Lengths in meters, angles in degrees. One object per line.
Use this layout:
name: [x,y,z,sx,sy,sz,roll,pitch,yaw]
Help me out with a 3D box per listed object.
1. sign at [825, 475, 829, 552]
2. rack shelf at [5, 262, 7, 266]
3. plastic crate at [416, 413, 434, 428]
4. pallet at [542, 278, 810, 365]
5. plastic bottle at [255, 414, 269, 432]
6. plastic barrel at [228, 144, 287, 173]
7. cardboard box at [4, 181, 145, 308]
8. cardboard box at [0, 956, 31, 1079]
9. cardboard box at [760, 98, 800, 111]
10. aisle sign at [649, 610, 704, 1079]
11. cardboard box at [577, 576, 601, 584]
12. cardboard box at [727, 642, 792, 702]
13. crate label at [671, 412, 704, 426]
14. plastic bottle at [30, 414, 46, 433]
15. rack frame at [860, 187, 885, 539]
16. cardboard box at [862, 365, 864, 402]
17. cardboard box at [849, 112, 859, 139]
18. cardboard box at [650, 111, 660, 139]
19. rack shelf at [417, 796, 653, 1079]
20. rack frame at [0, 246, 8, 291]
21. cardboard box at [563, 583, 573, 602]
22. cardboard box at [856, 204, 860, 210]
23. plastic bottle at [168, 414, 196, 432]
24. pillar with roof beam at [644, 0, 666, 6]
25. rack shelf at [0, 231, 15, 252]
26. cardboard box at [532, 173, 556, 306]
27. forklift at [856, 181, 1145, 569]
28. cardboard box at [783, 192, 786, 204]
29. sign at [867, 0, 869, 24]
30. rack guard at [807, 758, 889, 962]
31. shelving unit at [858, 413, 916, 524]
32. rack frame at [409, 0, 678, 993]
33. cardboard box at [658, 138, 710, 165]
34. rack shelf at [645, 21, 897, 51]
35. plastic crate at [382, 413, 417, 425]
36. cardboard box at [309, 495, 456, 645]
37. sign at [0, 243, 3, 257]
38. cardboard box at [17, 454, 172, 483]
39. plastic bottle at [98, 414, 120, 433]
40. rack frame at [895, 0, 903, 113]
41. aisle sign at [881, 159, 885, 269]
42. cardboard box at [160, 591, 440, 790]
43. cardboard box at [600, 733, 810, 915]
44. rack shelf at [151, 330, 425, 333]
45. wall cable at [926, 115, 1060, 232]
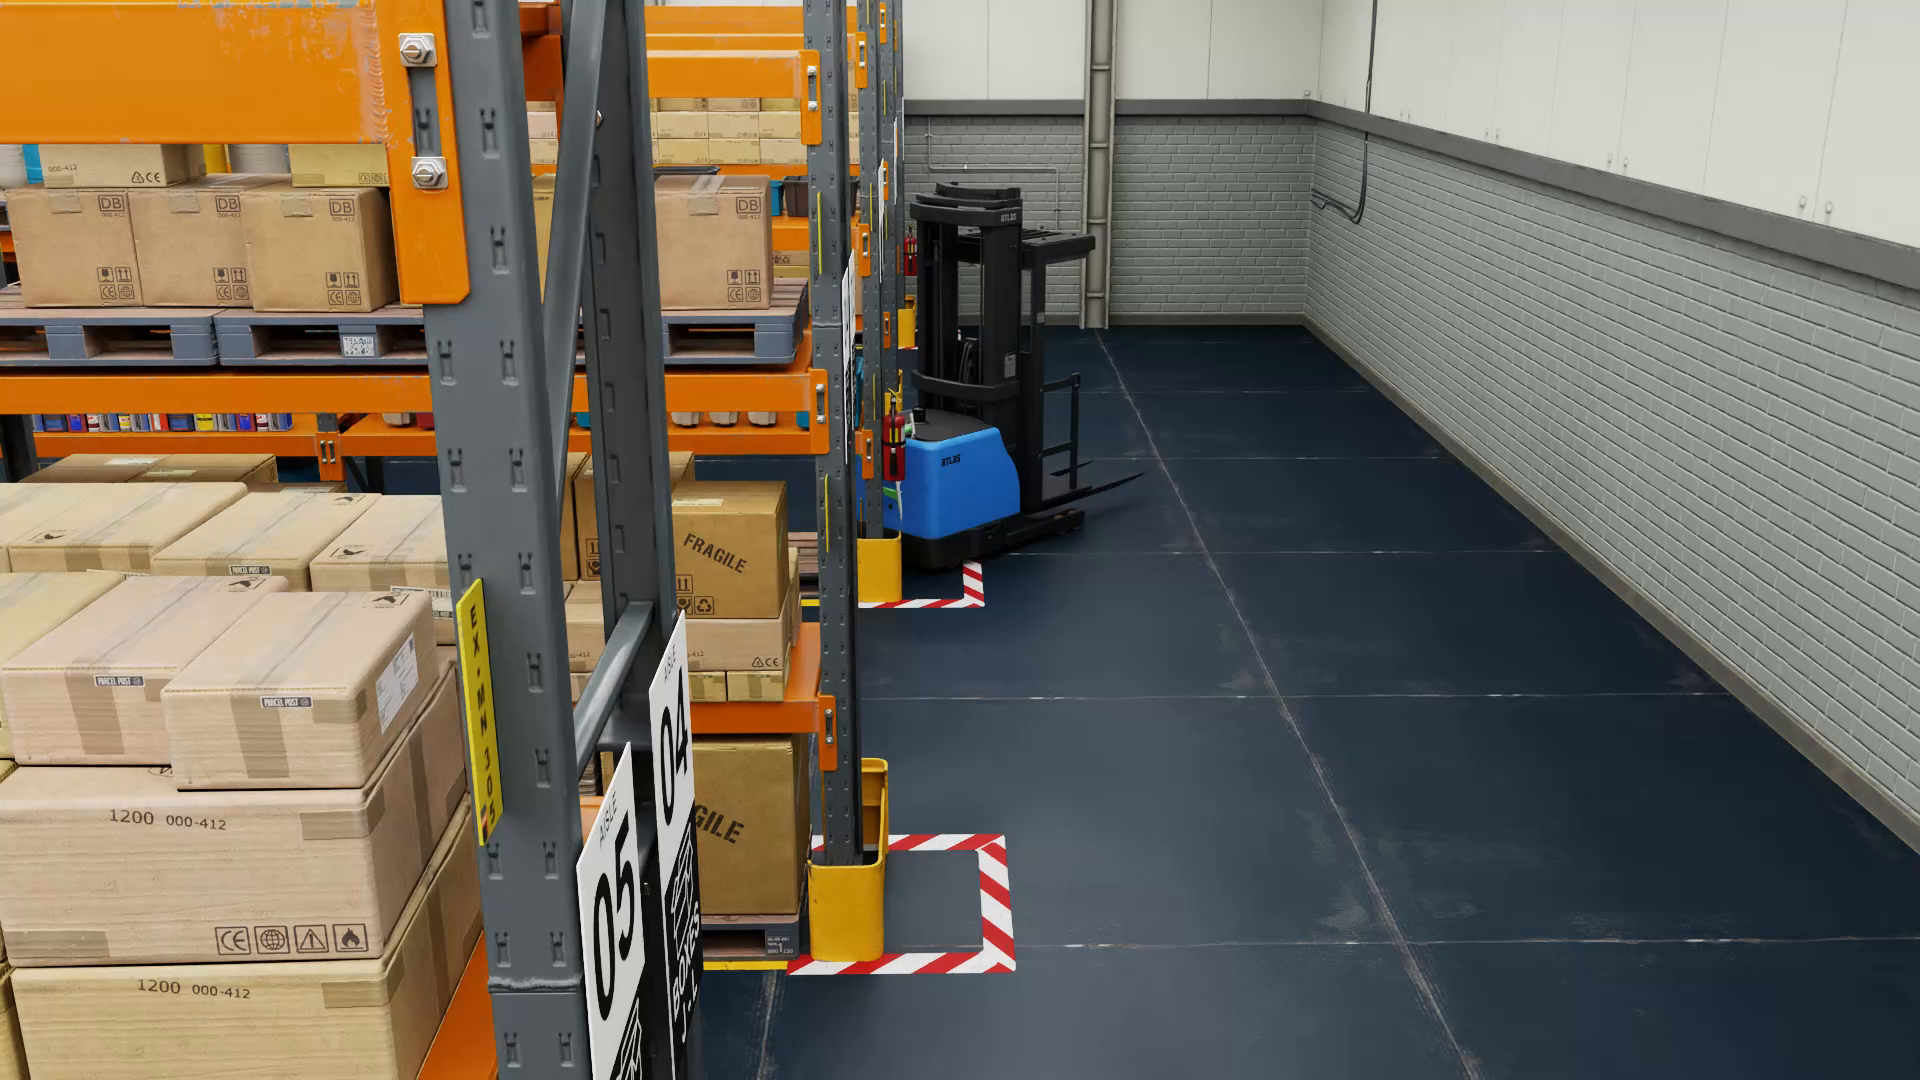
sign: [-0.576,-0.115,7.213,0.005,0.325,0.100,0,18,-1]
rack shelf: [-14.803,-3.746,21.991,4.000,0.370,1.077,0,18,-1]
plastic crate: [-3.752,-1.097,12.354,0.583,0.464,0.402,0,18,-1]
pallet: [-1.312,-0.996,7.477,1.213,0.211,1.003,0,18,-1]
plastic bottle: [-5.153,-0.906,12.288,0.097,0.201,0.097,0,18,0]
plastic barrel: [-5.179,-2.878,12.286,0.433,0.535,0.433,0,18,0]
cardboard box: [-3.789,-1.343,7.399,0.500,0.500,0.700,-1,18,-4]
cardboard box: [-1.554,0.629,2.511,0.500,0.250,0.500,0,18,-1]
cardboard box: [-1.738,-4.611,16.799,0.500,0.500,0.700,0,18,-1]
aisle sign: [-0.525,0.568,3.109,0.004,0.787,0.394,0,18,-1]
cardboard box: [-1.574,0.237,8.156,0.500,0.250,0.500,0,18,-2]
cardboard box: [-0.921,0.605,7.663,0.250,0.149,0.380,0,18,0]
crate label: [-2.029,-0.968,12.487,0.243,0.136,0.396,0,18,-1]
plastic bottle: [-6.823,-0.942,12.277,0.135,0.276,0.152,0,18,-1]
rack frame: [-0.649,-1.130,12.659,0.127,3.000,1.000,0,18,-1]
cardboard box: [-1.263,-1.584,17.447,0.500,0.500,0.500,0,18,-1]
cardboard box: [-1.233,-4.157,16.613,0.500,0.250,0.500,0,18,-1]
cardboard box: [-3.233,-4.147,16.580,0.500,0.250,0.500,0,18,-1]
rack shelf: [-2.593,0.822,2.841,4.000,0.370,1.077,0,18,-1]
rack frame: [-4.570,-2.454,6.967,0.127,3.000,1.000,0,18,-1]
cardboard box: [-2.067,0.401,7.646,0.500,0.250,0.500,-1,18,-3]
cardboard box: [-1.171,-3.245,17.451,0.500,0.500,0.500,0,18,1]
plastic bottle: [-5.747,-0.982,12.278,0.185,0.351,0.144,0,18,-1]
pillar with roof beam: [-4.050,-5.946,17.850,0.400,9.000,9.100,0,18,-1]
rack shelf: [-6.648,-2.187,12.220,4.000,0.370,1.077,0,18,-1]
cardboard box: [-1.654,-1.356,7.438,0.500,0.500,0.700,-1,18,-3]
forklift: [0.427,-1.537,14.039,1.130,2.935,3.031,16,24,40]
cardboard box: [-2.042,-4.286,22.007,0.700,0.700,0.980,0,18,-1]
sign: [-0.624,-3.665,11.268,0.005,0.325,0.100,0,18,-1]
rack guard: [-0.547,1.573,8.325,0.348,0.500,1.175,0,18,-1]
shelving unit: [-0.549,-0.474,13.344,0.258,1.200,0.503,-24,30,-32]
rack frame: [-0.593,-0.958,2.303,0.127,3.000,1.000,0,18,-1]
cardboard box: [-2.733,-3.914,16.672,0.500,0.250,0.500,0,18,-1]
rack shelf: [-2.805,-6.470,21.316,4.000,0.370,1.077,0,18,-1]
plastic crate: [-4.181,-0.972,12.501,0.243,0.136,0.396,0,18,-1]
cardboard box: [-0.921,0.045,2.859,0.250,0.149,0.380,0,18,-1]
sign: [-4.580,-1.479,7.862,0.005,0.325,0.100,0,18,-1]
cardboard box: [-4.115,-0.109,8.008,0.500,0.500,0.500,0,18,1]
plastic bottle: [-6.273,-0.945,12.285,0.135,0.276,0.152,0,18,-1]
rack frame: [-0.805,-7.012,21.175,0.127,3.000,1.000,0,18,-1]
aisle sign: [-0.582,-2.459,12.546,0.004,0.787,0.394,0,18,-1]
cardboard box: [-0.921,0.205,2.362,0.250,0.149,0.380,0,18,-1]
cardboard box: [-1.209,1.222,8.118,0.875,0.875,0.875,0,18,-1]
rack shelf: [-6.722,-2.271,17.395,4.000,0.370,1.077,0,18,-1]
wall cable: [0.460,-4.934,22.856,1.851,1.984,0.084,0,18,-1]
